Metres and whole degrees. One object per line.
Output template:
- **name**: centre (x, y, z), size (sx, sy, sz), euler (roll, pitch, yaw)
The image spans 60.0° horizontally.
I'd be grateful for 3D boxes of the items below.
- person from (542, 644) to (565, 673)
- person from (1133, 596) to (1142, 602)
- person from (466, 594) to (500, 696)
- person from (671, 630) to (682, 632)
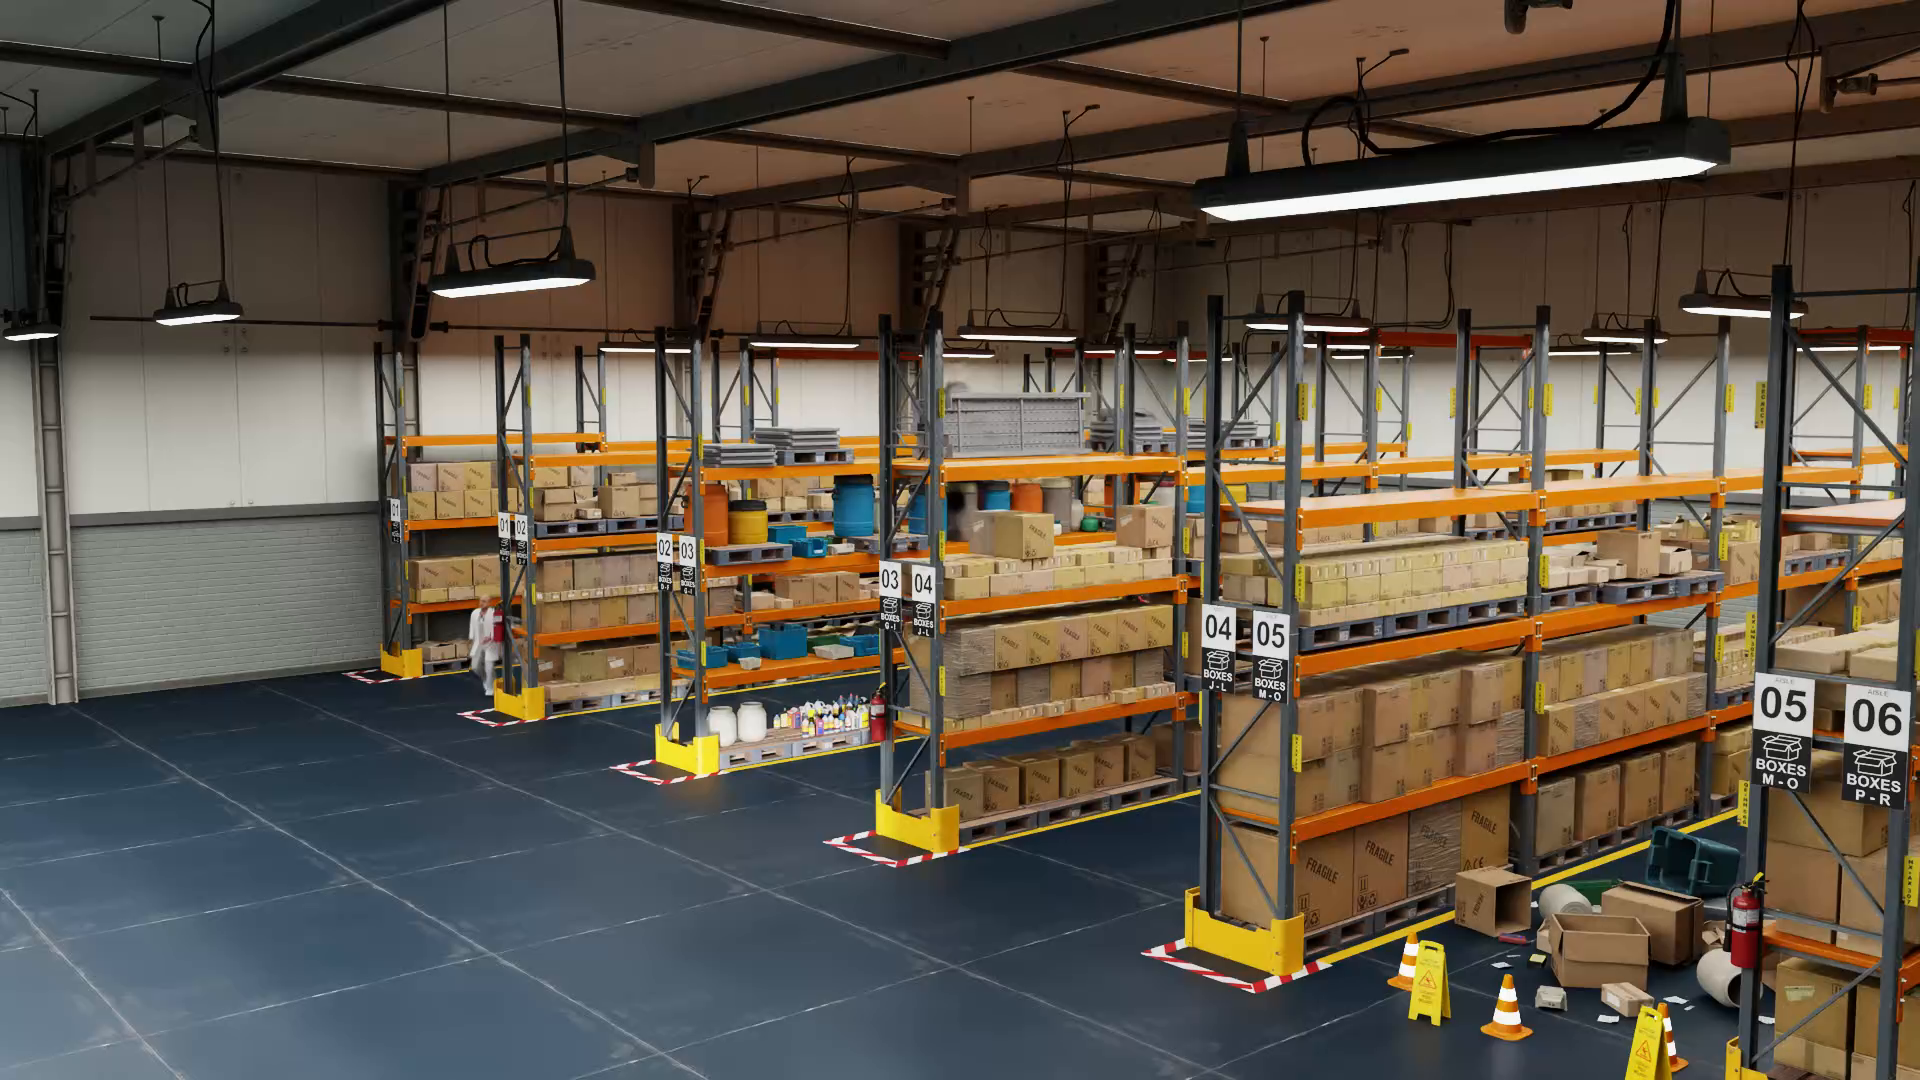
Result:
- **person**: centre (-7.106, 1.645, 28.774), size (0.695, 1.798, 0.882), euler (3, 6, 27)
- **person**: centre (2.912, 1.684, 26.129), size (0.655, 1.675, 0.862), euler (4, 7, 39)
- **person**: centre (-7.954, 1.867, 27.818), size (0.700, 1.523, 0.671), euler (1, 5, 11)
- **person**: centre (-5.222, 1.572, 30.571), size (0.590, 1.620, 0.561), euler (-5, 7, -42)
